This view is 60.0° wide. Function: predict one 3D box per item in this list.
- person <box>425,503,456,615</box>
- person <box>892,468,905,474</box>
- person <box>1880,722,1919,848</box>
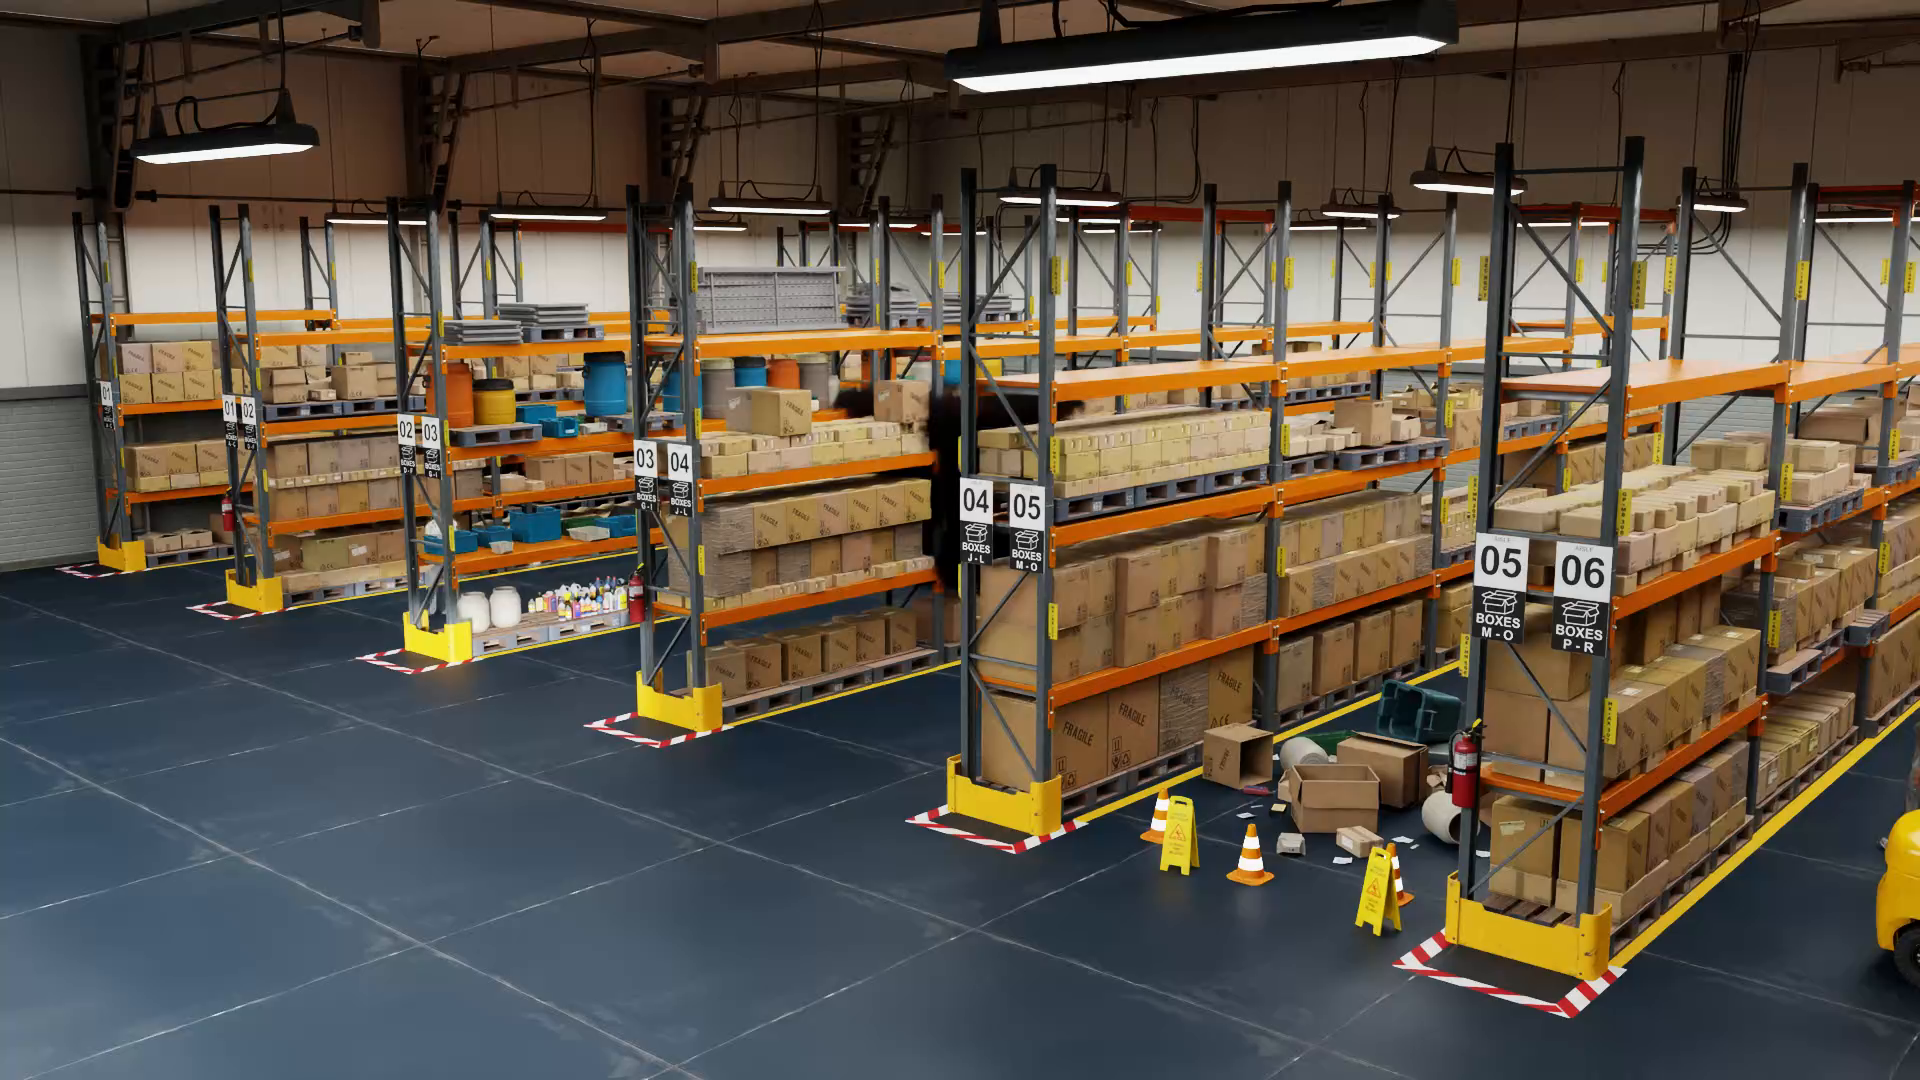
[{"bbox_3d":[-7.694,0.307,24.665,0.524,1.723,0.348,-1,10,-7],"label":"person"},{"bbox_3d":[-1.372,-1.172,33.111,0.626,1.634,1.028,9,13,42],"label":"person"},{"bbox_3d":[8.465,1.996,14.504,0.454,1.586,0.590,0,9,-3],"label":"person"}]
